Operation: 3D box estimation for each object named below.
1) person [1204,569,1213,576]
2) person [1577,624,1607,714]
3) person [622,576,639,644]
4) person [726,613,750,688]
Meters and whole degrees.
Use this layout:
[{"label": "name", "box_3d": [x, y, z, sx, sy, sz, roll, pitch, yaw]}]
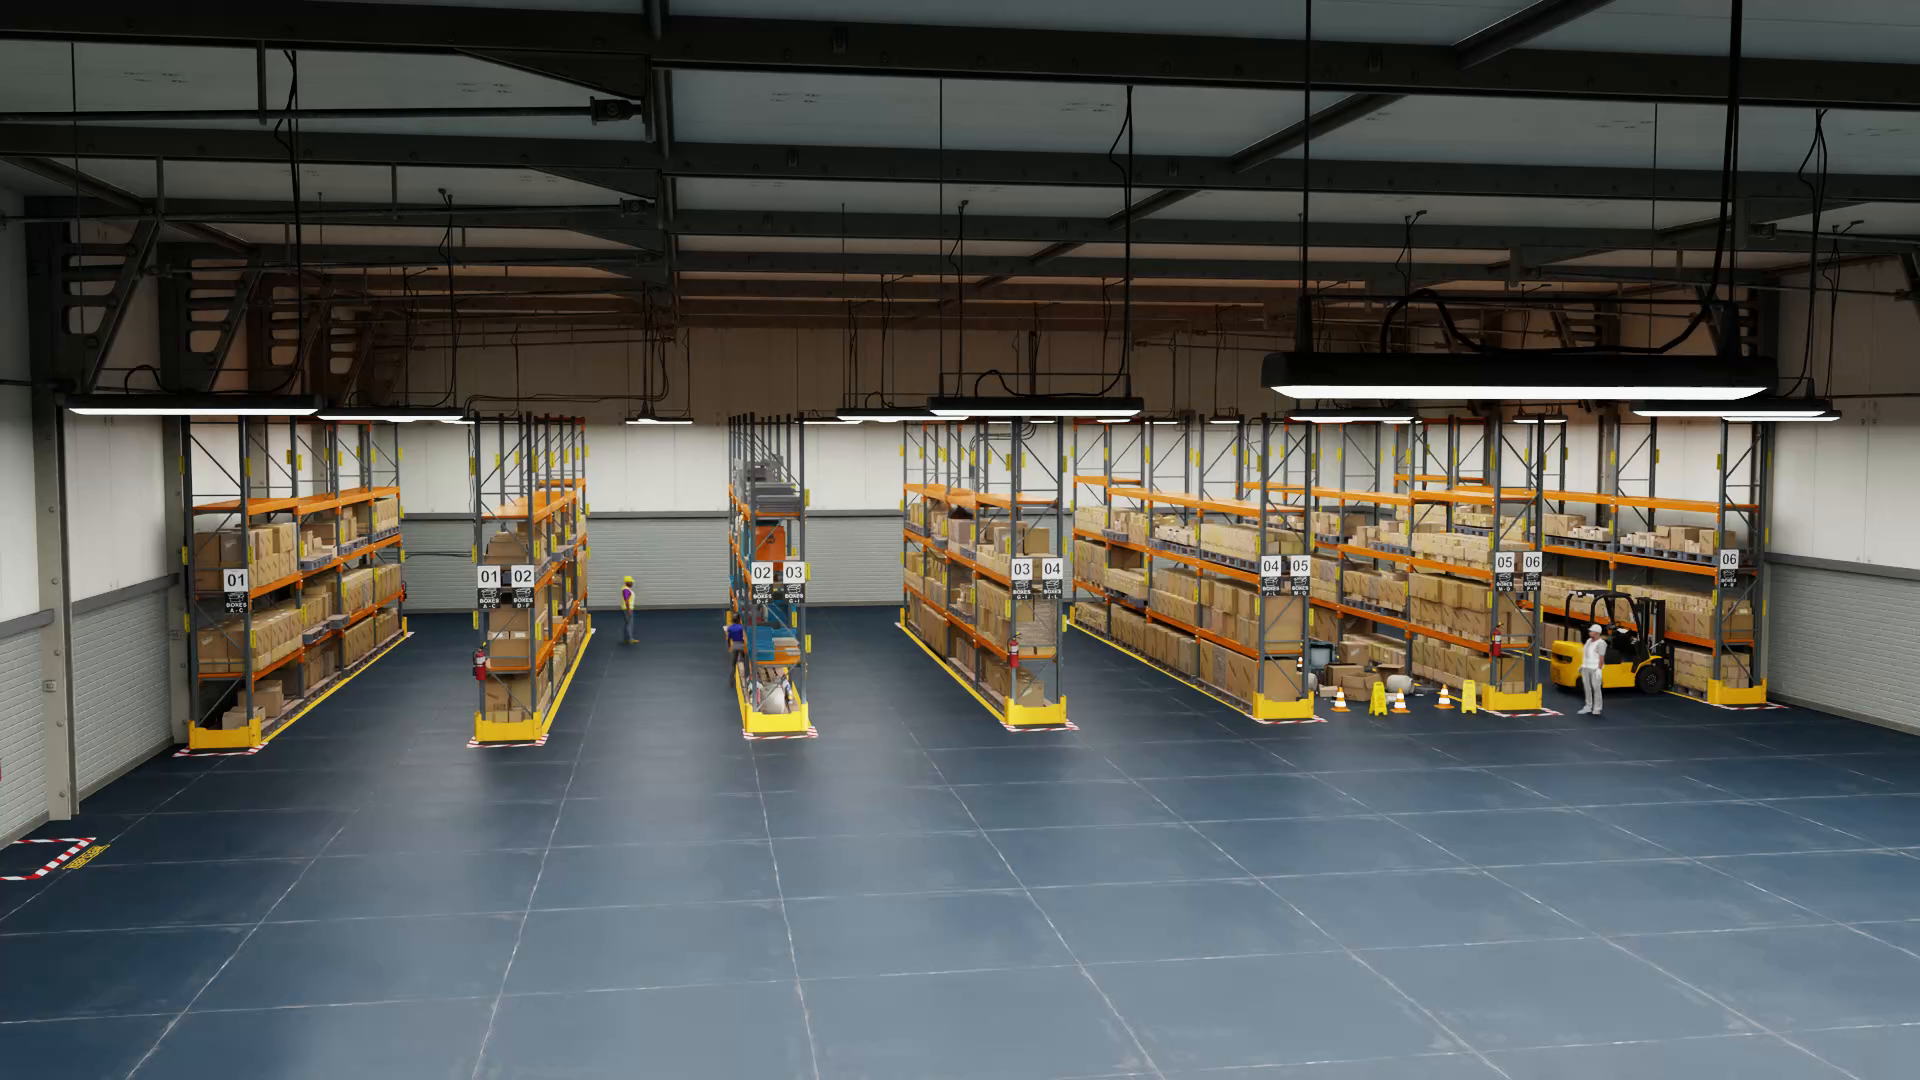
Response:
[{"label": "person", "box_3d": [6.962, 1.689, 46.410, 0.387, 1.763, 0.554, 1, 4, 16]}, {"label": "person", "box_3d": [12.601, 2.580, 33.173, 0.396, 1.806, 0.640, -2, 5, -32]}, {"label": "person", "box_3d": [-8.716, 1.841, 43.958, 0.425, 1.768, 0.639, -1, 4, -15]}, {"label": "person", "box_3d": [-4.855, 2.412, 36.548, 0.554, 1.645, 0.552, -1, 4, -11]}]
